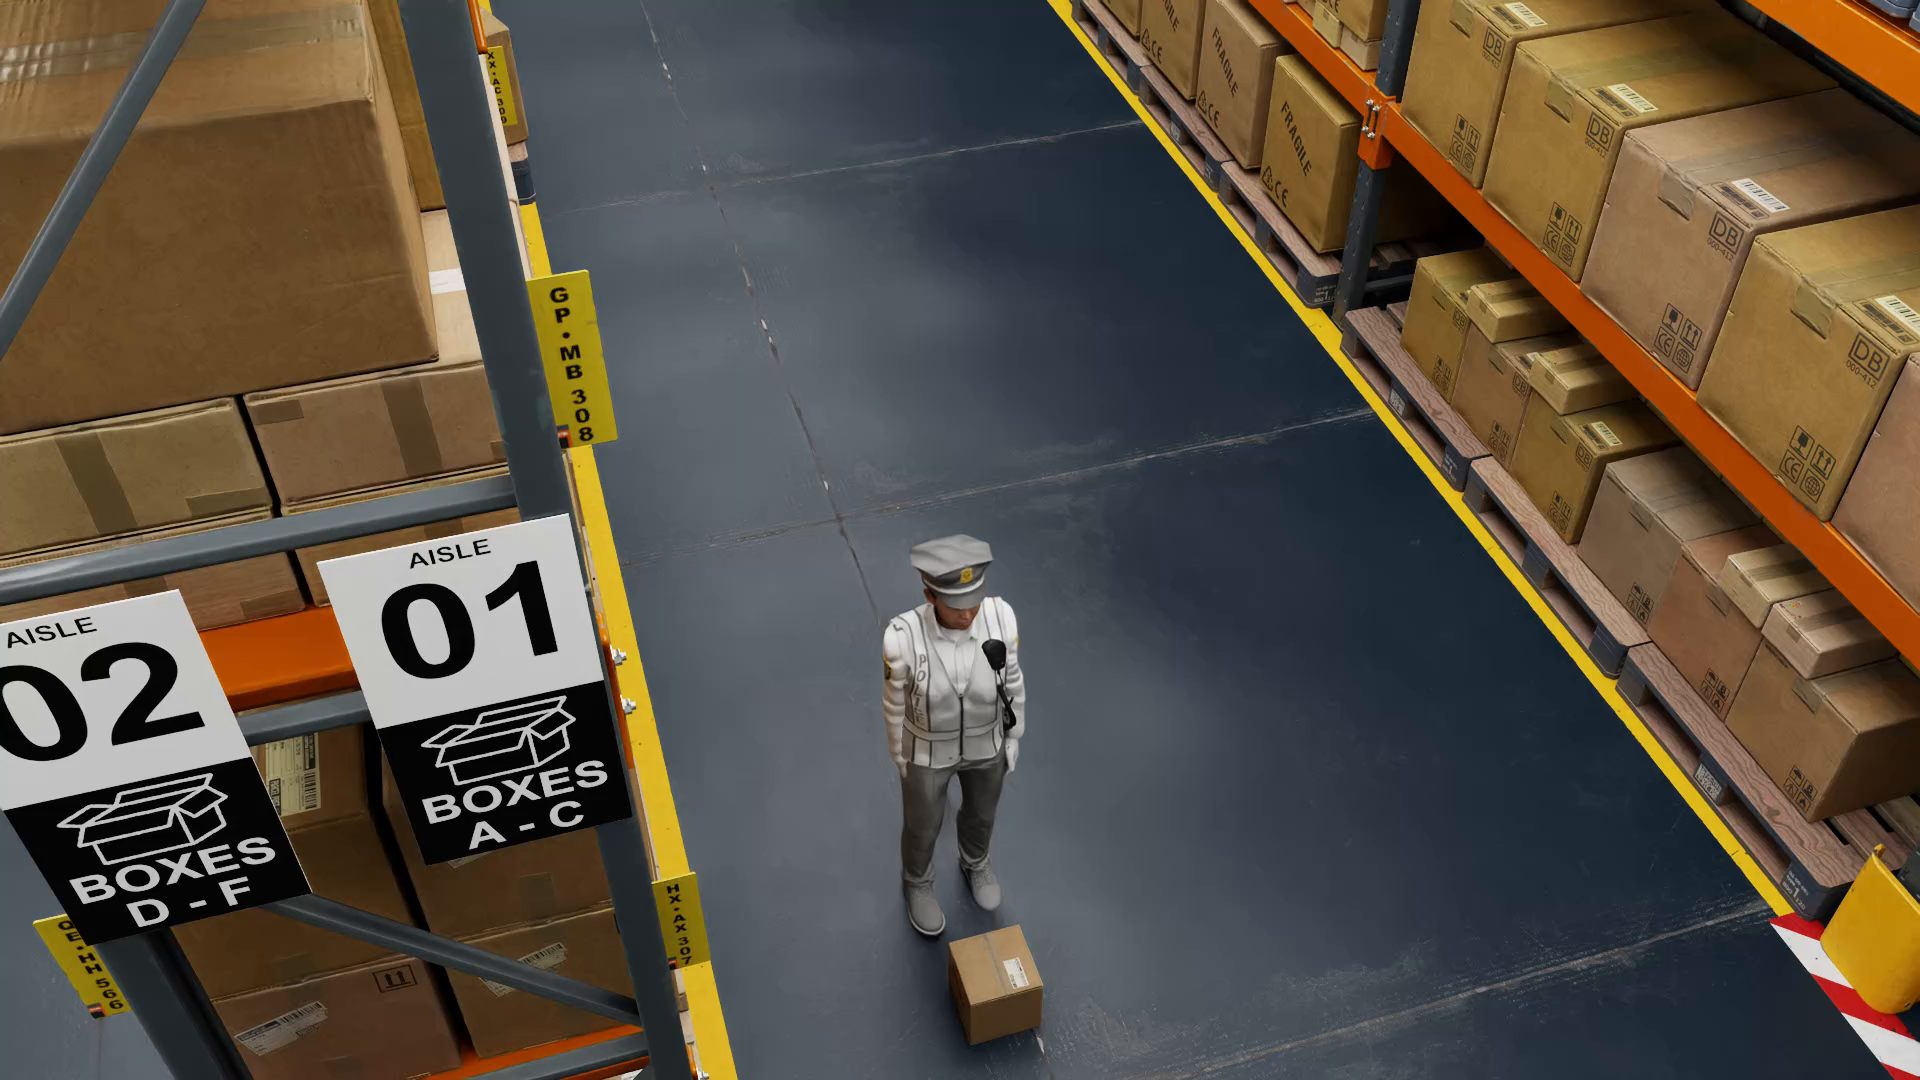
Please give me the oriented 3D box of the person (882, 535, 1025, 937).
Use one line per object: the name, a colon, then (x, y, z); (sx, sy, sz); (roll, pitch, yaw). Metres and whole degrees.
person: (-0.012, 0.669, 5.435); (0.465, 1.703, 0.344); (-11, 44, -11)
